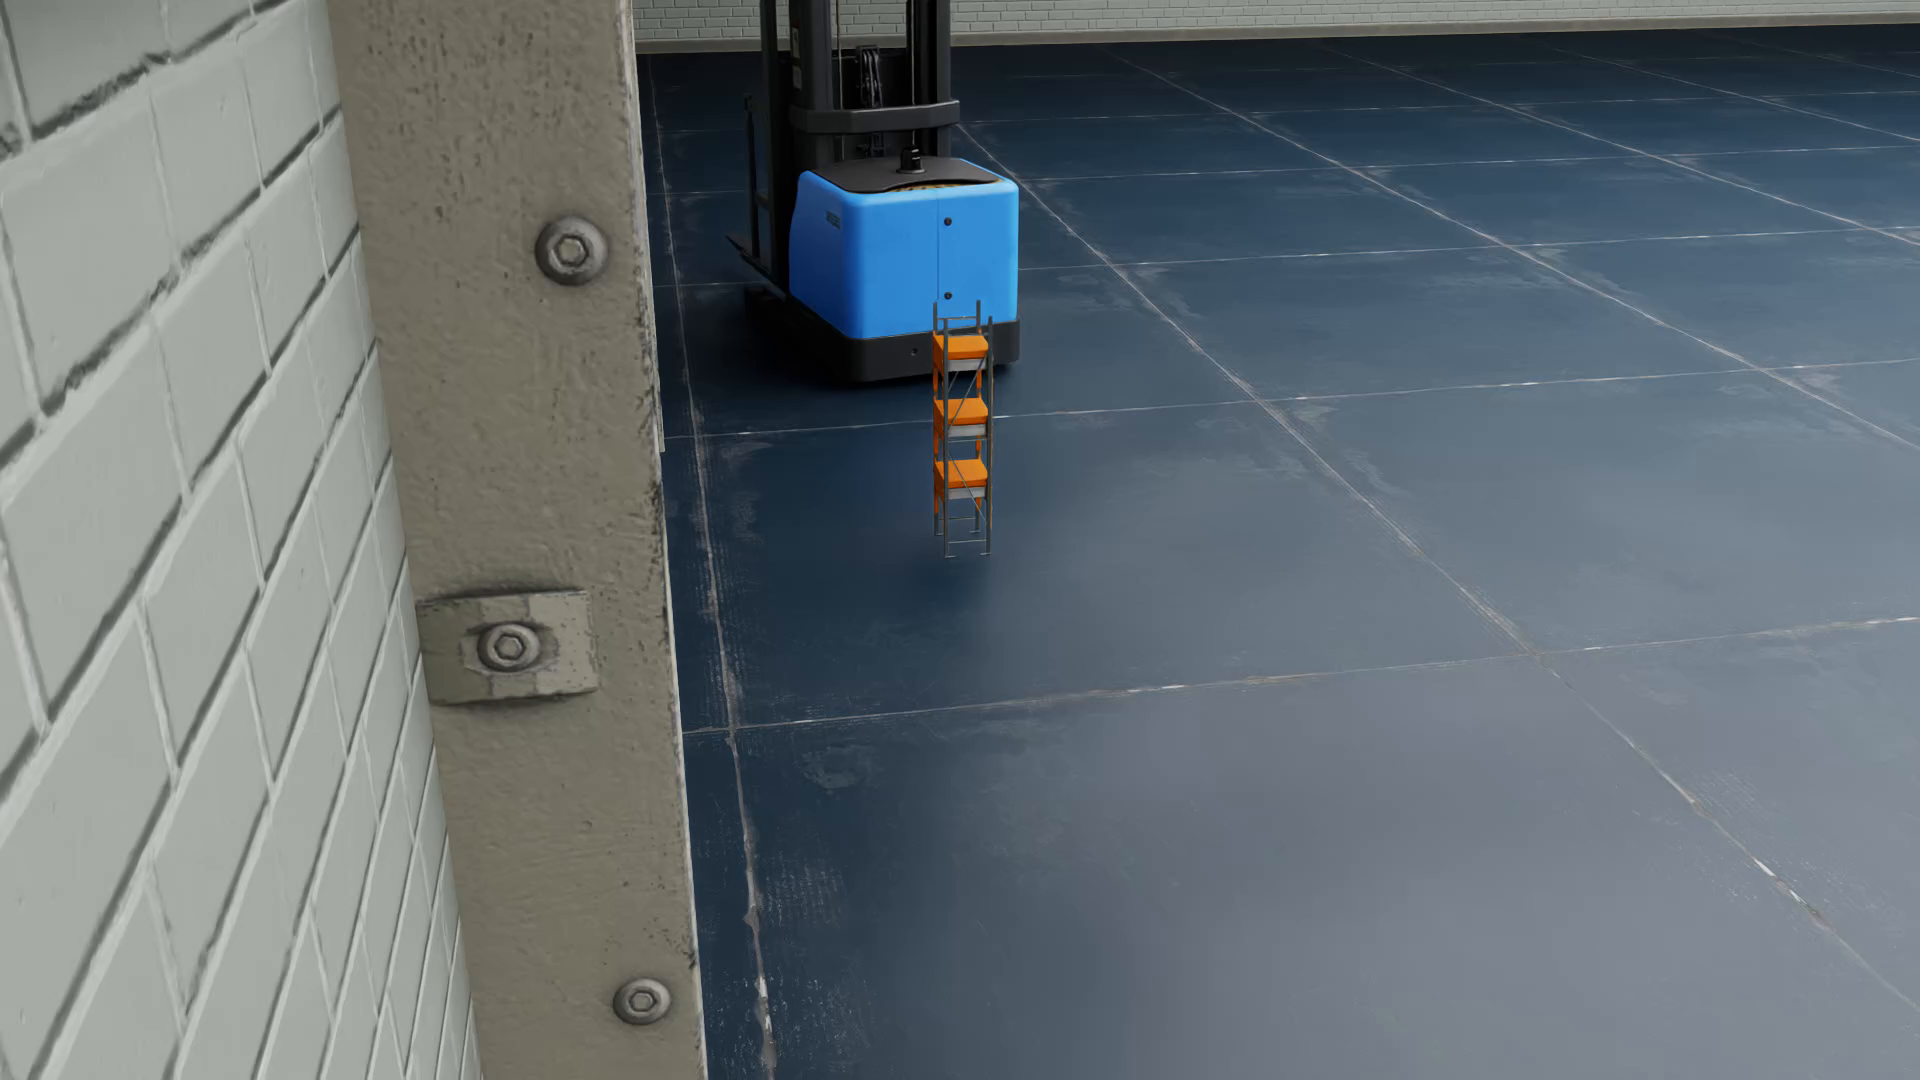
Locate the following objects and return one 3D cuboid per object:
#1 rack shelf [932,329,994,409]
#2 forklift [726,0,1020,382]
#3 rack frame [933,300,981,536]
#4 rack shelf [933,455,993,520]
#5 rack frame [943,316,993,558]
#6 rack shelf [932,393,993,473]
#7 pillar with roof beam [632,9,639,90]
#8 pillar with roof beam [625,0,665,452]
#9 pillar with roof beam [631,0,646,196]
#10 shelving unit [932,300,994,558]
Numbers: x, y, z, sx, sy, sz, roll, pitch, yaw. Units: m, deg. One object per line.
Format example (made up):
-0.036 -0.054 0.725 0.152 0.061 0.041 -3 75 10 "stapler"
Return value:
0.010 -0.710 6.882 0.215 0.259 0.240 -4 24 -10 "rack shelf"
-0.715 -2.761 9.910 1.130 2.935 3.031 -10 25 -21 "forklift"
-0.013 -0.508 7.102 0.200 1.050 0.008 -4 24 -10 "rack frame"
0.010 -0.196 7.107 0.215 0.259 0.240 -4 24 -10 "rack shelf"
0.032 -0.412 6.882 0.200 1.050 0.008 -4 24 -10 "rack frame"
0.010 -0.450 6.996 0.215 0.259 0.240 -4 24 -10 "rack shelf"
0.357 -9.667 18.141 9.100 9.000 0.400 -4 24 -10 "pillar with roof beam"
2.576 -4.947 7.334 9.100 9.000 0.400 -4 24 -10 "pillar with roof beam"
1.467 -7.307 12.738 9.100 9.000 0.400 -4 24 -10 "pillar with roof beam"
0.010 -0.460 6.992 0.215 1.050 0.252 -4 24 -10 "shelving unit"
